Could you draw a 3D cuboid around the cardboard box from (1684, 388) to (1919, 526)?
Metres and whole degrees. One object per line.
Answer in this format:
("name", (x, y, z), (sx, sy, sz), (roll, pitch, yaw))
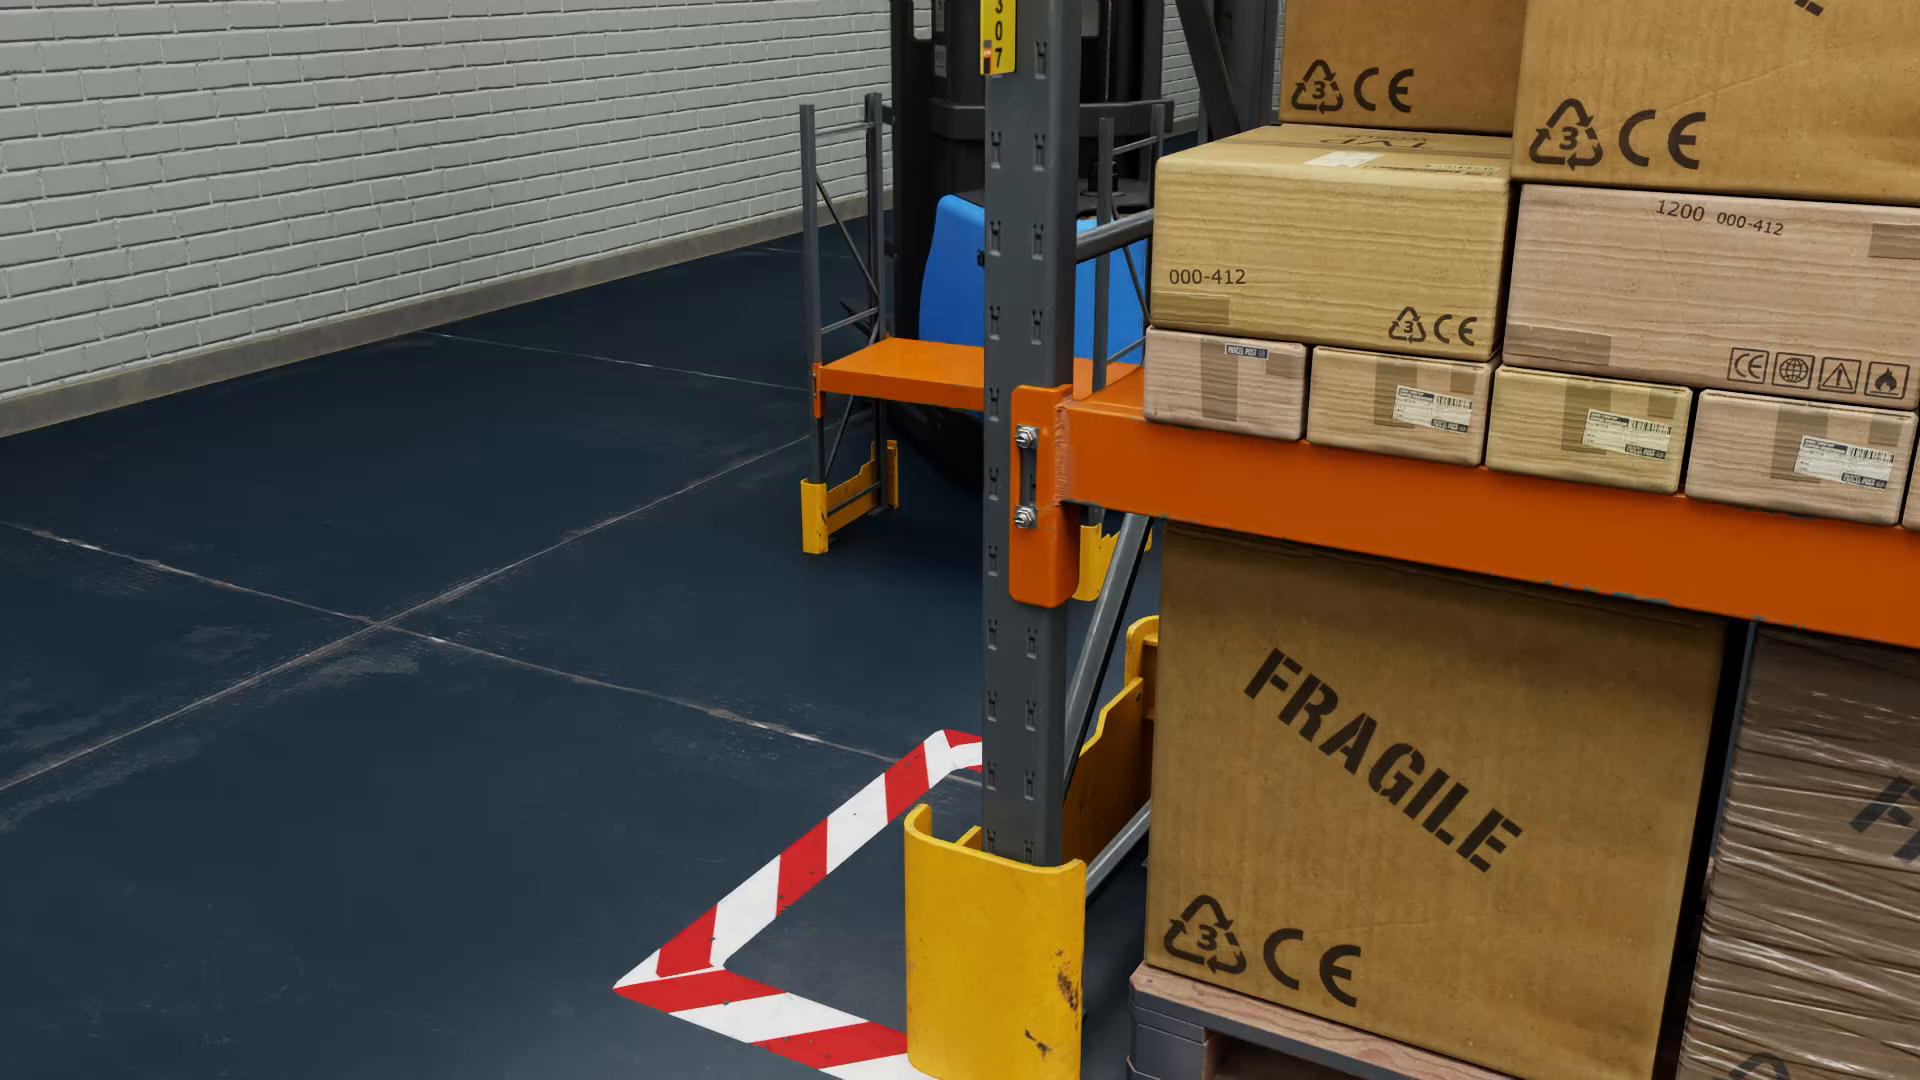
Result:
("cardboard box", (1.158, -0.161, 2.278), (0.250, 0.149, 0.380), (10, 22, 26))

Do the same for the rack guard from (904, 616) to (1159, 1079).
("rack guard", (0.311, 0.607, 3.458), (0.348, 0.500, 1.175), (11, 23, 27))

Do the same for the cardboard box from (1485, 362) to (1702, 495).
("cardboard box", (0.929, -0.204, 2.397), (0.250, 0.149, 0.380), (10, 22, 26))

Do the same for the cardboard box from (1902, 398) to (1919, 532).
("cardboard box", (1.379, -0.118, 2.161), (0.250, 0.149, 0.380), (10, 22, 26))

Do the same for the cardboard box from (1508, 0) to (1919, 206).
("cardboard box", (1.056, -0.742, 2.197), (0.500, 0.500, 0.500), (10, 22, 26))

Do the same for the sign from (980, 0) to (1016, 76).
("sign", (0.056, -0.844, 2.407), (0.005, 0.325, 0.100), (11, 23, 27))

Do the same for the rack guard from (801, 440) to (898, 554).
("rack guard", (-0.387, -0.162, 5.946), (0.087, 0.250, 0.587), (9, 22, 24))

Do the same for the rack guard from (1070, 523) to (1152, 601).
("rack guard", (0.511, -0.015, 5.541), (0.087, 0.250, 0.587), (9, 22, 24))

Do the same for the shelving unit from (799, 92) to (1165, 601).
("shelving unit", (0.062, -0.676, 5.530), (1.083, 1.500, 0.587), (9, 22, 24))

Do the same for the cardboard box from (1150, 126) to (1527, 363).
("cardboard box", (0.619, -0.473, 2.554), (0.500, 0.250, 0.500), (10, 22, 26))

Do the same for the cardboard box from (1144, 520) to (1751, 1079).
("cardboard box", (0.930, 0.320, 3.084), (0.875, 0.875, 0.875), (11, 23, 27))

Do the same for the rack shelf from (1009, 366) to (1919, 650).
("rack shelf", (2.078, 0.107, 2.227), (4.000, 0.370, 1.077), (11, 23, 27))

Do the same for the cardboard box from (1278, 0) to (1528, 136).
("cardboard box", (0.885, -0.983, 2.860), (0.500, 0.500, 0.500), (11, 23, 28))

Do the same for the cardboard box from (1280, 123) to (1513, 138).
("cardboard box", (0.884, -0.632, 2.992), (0.500, 0.250, 0.500), (10, 22, 26))

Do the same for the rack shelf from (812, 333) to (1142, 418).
("rack shelf", (0.070, -0.506, 5.588), (1.000, 0.185, 0.538), (9, 22, 24))

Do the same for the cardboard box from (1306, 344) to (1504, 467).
("cardboard box", (0.706, -0.246, 2.514), (0.250, 0.149, 0.380), (10, 22, 27))

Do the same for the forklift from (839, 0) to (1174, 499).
("forklift", (0.173, -1.974, 7.008), (1.130, 2.935, 3.031), (-7, 21, -17))

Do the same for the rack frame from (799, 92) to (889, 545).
("rack frame", (-0.388, -0.750, 5.733), (0.032, 1.500, 0.500), (9, 22, 24))

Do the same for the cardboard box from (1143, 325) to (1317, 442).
("cardboard box", (0.481, -0.289, 2.630), (0.250, 0.149, 0.380), (11, 23, 28))

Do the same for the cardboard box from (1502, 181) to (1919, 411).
("cardboard box", (1.076, -0.389, 2.321), (0.500, 0.250, 0.500), (10, 22, 27))

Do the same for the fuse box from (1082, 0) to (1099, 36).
("fuse box", (1.383, -4.440, 15.597), (0.414, 1.711, 0.539), (11, 23, 27))

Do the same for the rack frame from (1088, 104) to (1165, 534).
("rack frame", (0.528, -0.600, 5.320), (0.032, 1.500, 0.500), (9, 22, 24))

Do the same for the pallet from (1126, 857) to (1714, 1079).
("pallet", (1.068, 0.857, 3.194), (1.213, 0.211, 1.003), (11, 23, 27))

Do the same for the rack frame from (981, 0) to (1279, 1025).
("rack frame", (0.332, -0.564, 3.021), (0.127, 3.000, 1.000), (11, 23, 27))

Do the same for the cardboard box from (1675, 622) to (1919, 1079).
("cardboard box", (1.724, 0.471, 2.667), (0.875, 0.875, 0.875), (11, 23, 27))
